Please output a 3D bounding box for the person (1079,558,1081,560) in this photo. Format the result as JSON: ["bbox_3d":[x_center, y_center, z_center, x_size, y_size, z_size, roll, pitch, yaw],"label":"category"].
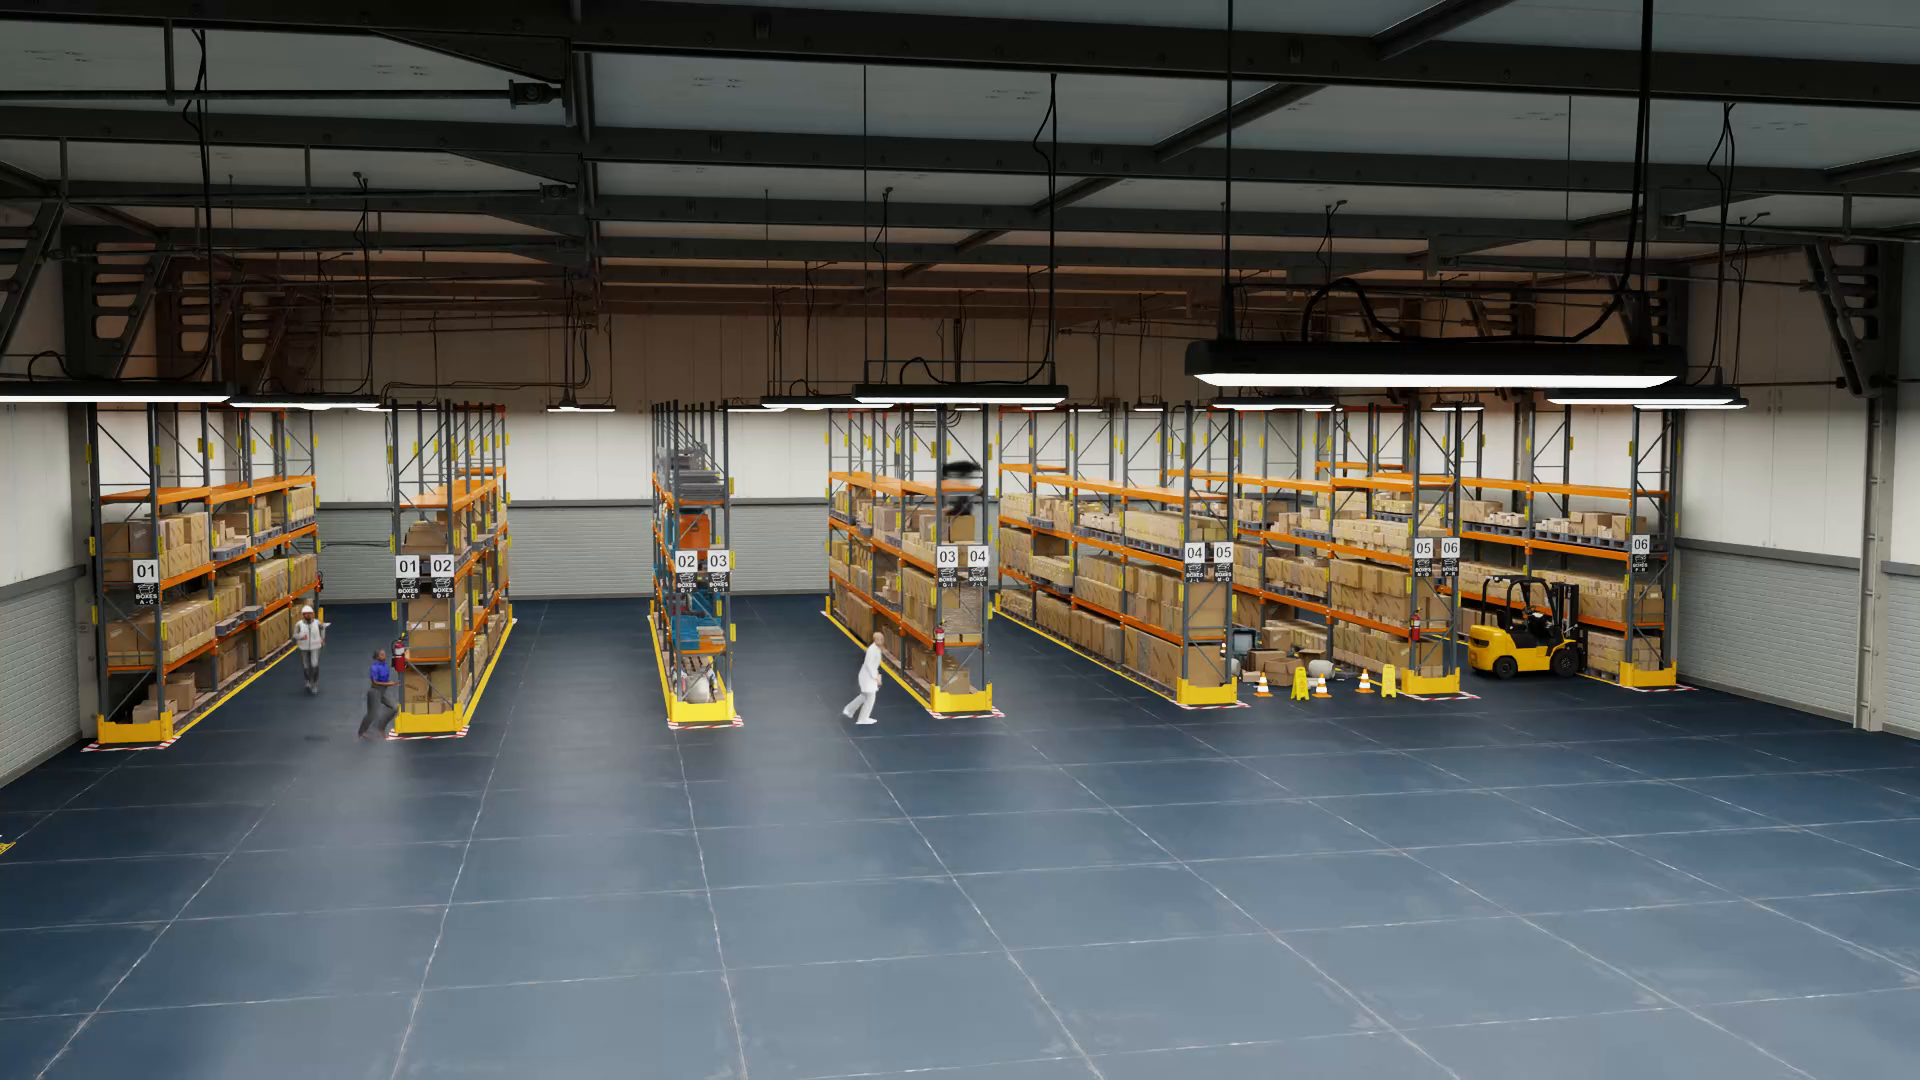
[{"bbox_3d":[3.517,1.342,47.689,0.589,1.609,0.680,-1,5,-18],"label":"person"}]

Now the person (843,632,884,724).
[{"bbox_3d":[-1.782,2.551,30.741,0.782,1.714,0.726,0,4,-1],"label":"person"}]

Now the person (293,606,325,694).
[{"bbox_3d":[-13.404,2.262,34.253,0.600,1.825,0.831,-1,5,-17],"label":"person"}]

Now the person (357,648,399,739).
[{"bbox_3d":[-10.187,2.698,29.216,0.825,1.619,0.578,1,5,18],"label":"person"}]

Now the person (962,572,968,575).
[{"bbox_3d":[0.245,1.184,48.874,0.706,1.805,0.832,2,5,25],"label":"person"}]
